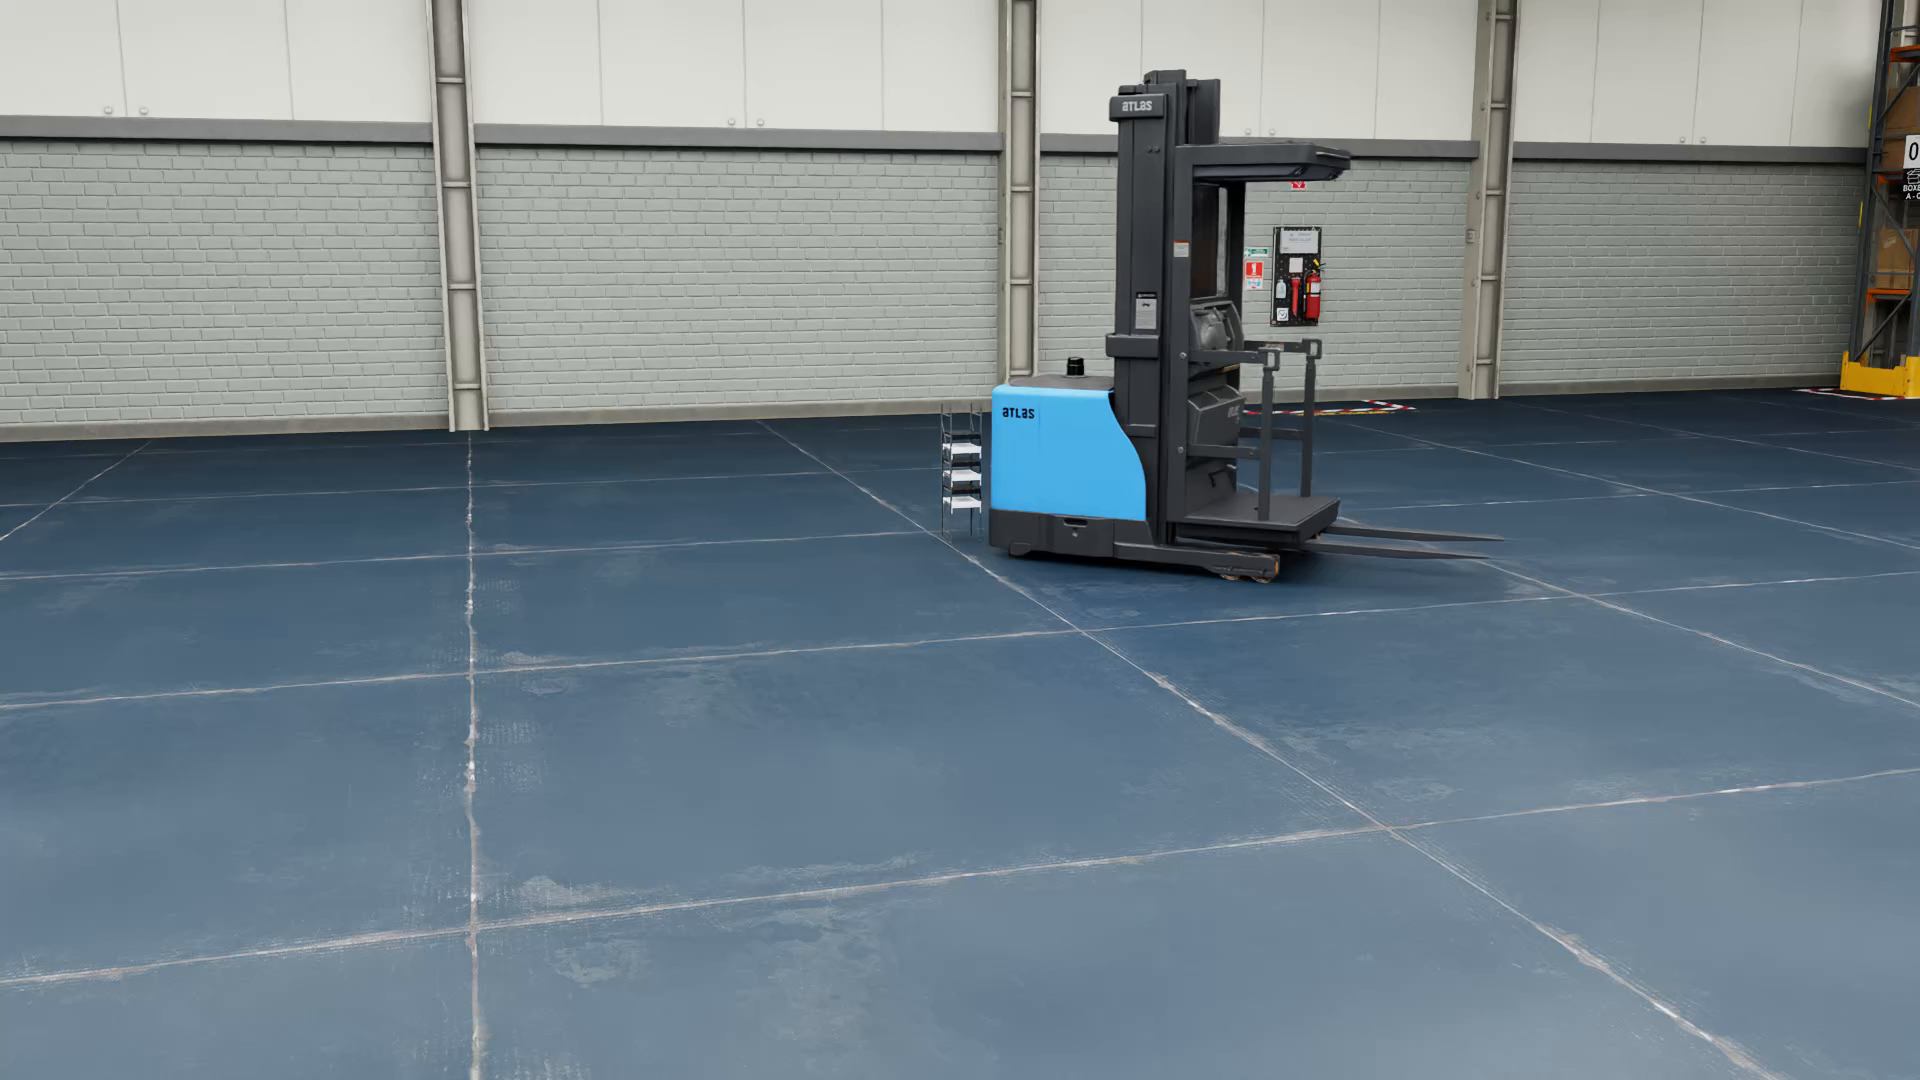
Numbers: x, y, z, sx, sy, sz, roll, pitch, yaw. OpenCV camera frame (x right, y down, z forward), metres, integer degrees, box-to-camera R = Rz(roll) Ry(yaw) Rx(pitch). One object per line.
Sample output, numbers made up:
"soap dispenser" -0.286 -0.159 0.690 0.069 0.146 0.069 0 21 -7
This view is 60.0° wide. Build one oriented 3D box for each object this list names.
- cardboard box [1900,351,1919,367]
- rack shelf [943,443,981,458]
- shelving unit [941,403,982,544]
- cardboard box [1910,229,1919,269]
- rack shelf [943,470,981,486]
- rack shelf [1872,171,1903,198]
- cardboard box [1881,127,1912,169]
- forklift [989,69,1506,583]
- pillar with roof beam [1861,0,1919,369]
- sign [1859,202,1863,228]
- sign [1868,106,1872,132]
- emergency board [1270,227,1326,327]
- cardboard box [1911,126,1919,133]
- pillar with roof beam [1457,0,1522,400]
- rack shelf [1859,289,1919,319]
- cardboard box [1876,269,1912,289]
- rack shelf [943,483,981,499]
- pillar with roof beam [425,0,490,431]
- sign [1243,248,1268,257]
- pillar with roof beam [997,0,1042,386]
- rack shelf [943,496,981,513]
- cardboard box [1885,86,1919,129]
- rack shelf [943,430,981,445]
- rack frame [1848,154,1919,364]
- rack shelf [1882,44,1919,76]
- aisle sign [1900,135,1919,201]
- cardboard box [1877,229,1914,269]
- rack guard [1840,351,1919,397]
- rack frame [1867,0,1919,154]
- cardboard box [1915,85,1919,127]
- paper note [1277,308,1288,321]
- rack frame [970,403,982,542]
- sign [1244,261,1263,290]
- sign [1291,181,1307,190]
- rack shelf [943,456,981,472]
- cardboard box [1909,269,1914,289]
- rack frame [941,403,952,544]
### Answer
"cardboard box" 12.435 -2.267 21.287 0.500 0.311 0.500 -4 11 -22
"rack shelf" 0.008 -0.587 10.941 0.200 0.077 0.258 -3 11 -16
"shelving unit" 0.008 -0.443 10.967 0.210 0.900 0.258 -3 11 -16
"cardboard box" 12.287 -3.630 20.770 0.500 0.500 0.500 -3 11 -16
"rack shelf" 0.008 -0.410 10.973 0.200 0.077 0.258 -3 11 -16
"rack shelf" 13.665 -4.576 21.322 4.000 0.370 1.077 -3 11 -16
"cardboard box" 12.075 -4.953 21.050 0.500 0.500 0.500 -2 11 -12
"forklift" 1.738 -1.300 10.012 3.031 2.935 1.130 5 12 25
"pillar with roof beam" 13.379 -5.742 17.380 0.400 9.000 9.100 -3 11 -16
"sign" 11.609 -4.176 21.375 0.005 0.325 0.100 -3 11 -16
"sign" 11.609 -5.362 21.156 0.005 0.325 0.100 -3 11 -16
"emergency board" 4.031 -3.117 19.695 0.643 1.169 0.194 -3 11 -16
"cardboard box" 12.136 -4.861 20.552 0.500 0.500 0.500 -3 11 -14
"pillar with roof beam" 7.618 -5.438 15.730 0.400 9.000 9.100 -3 11 -16
"rack shelf" 13.665 -3.101 21.594 4.000 0.370 1.077 -3 11 -16
"cardboard box" 12.140 -3.347 21.302 0.500 0.250 0.500 -3 11 -15
"rack shelf" 0.008 -0.322 10.990 0.200 0.077 0.258 -3 11 -16
"pillar with roof beam" -3.904 -4.831 12.432 0.400 9.000 9.100 -3 11 -16
"sign" 3.478 -3.384 19.582 0.331 0.109 0.001 -3 11 -16
"pillar with roof beam" 1.857 -5.134 14.081 0.400 9.000 9.100 -3 11 -16
"rack shelf" 0.008 -0.233 11.006 0.200 0.077 0.258 -3 11 -16
"cardboard box" 12.086 -5.447 20.971 0.500 0.500 0.500 -3 11 -13
"rack shelf" 0.008 -0.676 10.924 0.200 0.077 0.258 -3 11 -16
"rack frame" 11.745 -3.354 20.979 0.127 3.000 1.000 -3 11 -16
"rack shelf" 13.665 -6.050 21.051 4.000 0.370 1.077 -3 11 -16
"aisle sign" 11.760 -4.576 20.440 0.004 0.787 0.394 -3 11 -16
"cardboard box" 12.138 -3.719 21.253 0.500 0.500 0.500 -3 11 -17
"rack guard" 11.818 -2.128 21.226 0.348 0.500 1.175 -3 11 -16
"rack frame" 11.745 -6.304 20.435 0.127 3.000 1.000 -3 11 -16
"cardboard box" 12.183 -5.357 20.482 0.500 0.500 0.500 -4 11 -20
"paper note" 3.842 -2.687 19.792 0.142 0.148 0.016 -3 11 -16
"rack frame" 0.105 -0.448 10.995 0.006 0.900 0.240 -3 11 -16
"sign" 3.471 -3.125 19.637 0.234 0.329 0.001 -3 11 -16
"sign" 3.996 -4.274 19.577 0.199 0.298 0.001 -3 11 -16
"rack shelf" 0.008 -0.499 10.957 0.200 0.077 0.258 -3 11 -16
"cardboard box" 12.302 -3.259 20.825 0.500 0.250 0.500 -3 11 -18
"rack frame" -0.090 -0.438 10.939 0.006 0.900 0.240 -3 11 -16
